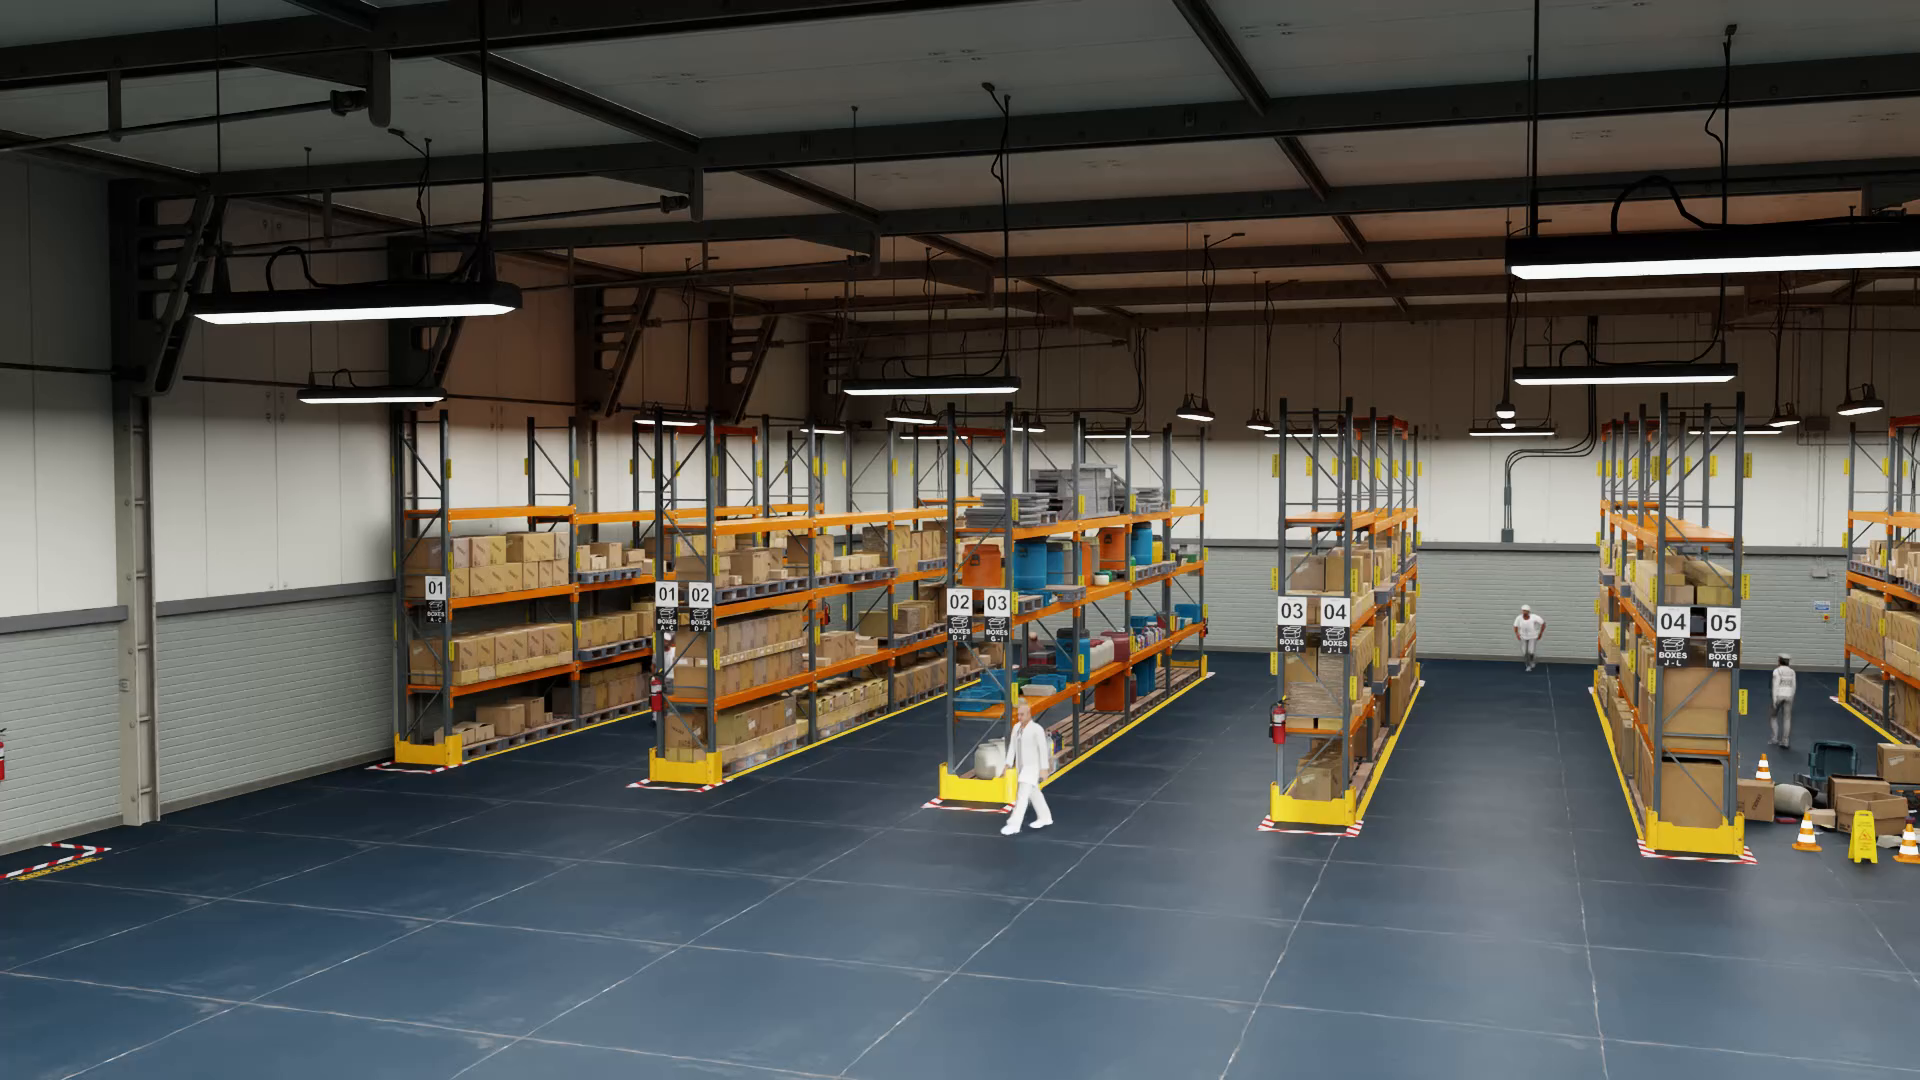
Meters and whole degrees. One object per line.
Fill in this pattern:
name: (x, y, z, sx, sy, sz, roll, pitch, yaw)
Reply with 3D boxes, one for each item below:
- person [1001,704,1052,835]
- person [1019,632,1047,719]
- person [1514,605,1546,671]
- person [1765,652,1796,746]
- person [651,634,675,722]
person: (0.873, 3.127, 22.825, 1.064, 1.735, 0.611, -2, 3, -34)
person: (1.487, 2.689, 33.284, 0.584, 1.715, 1.077, 0, 2, 11)
person: (14.035, 2.414, 40.962, 0.754, 1.666, 0.687, 1, 3, 28)
person: (14.856, 2.905, 29.992, 0.467, 1.733, 0.580, 0, 2, 11)
person: (-5.784, 2.705, 32.679, 0.578, 1.722, 1.065, 0, 2, -11)
